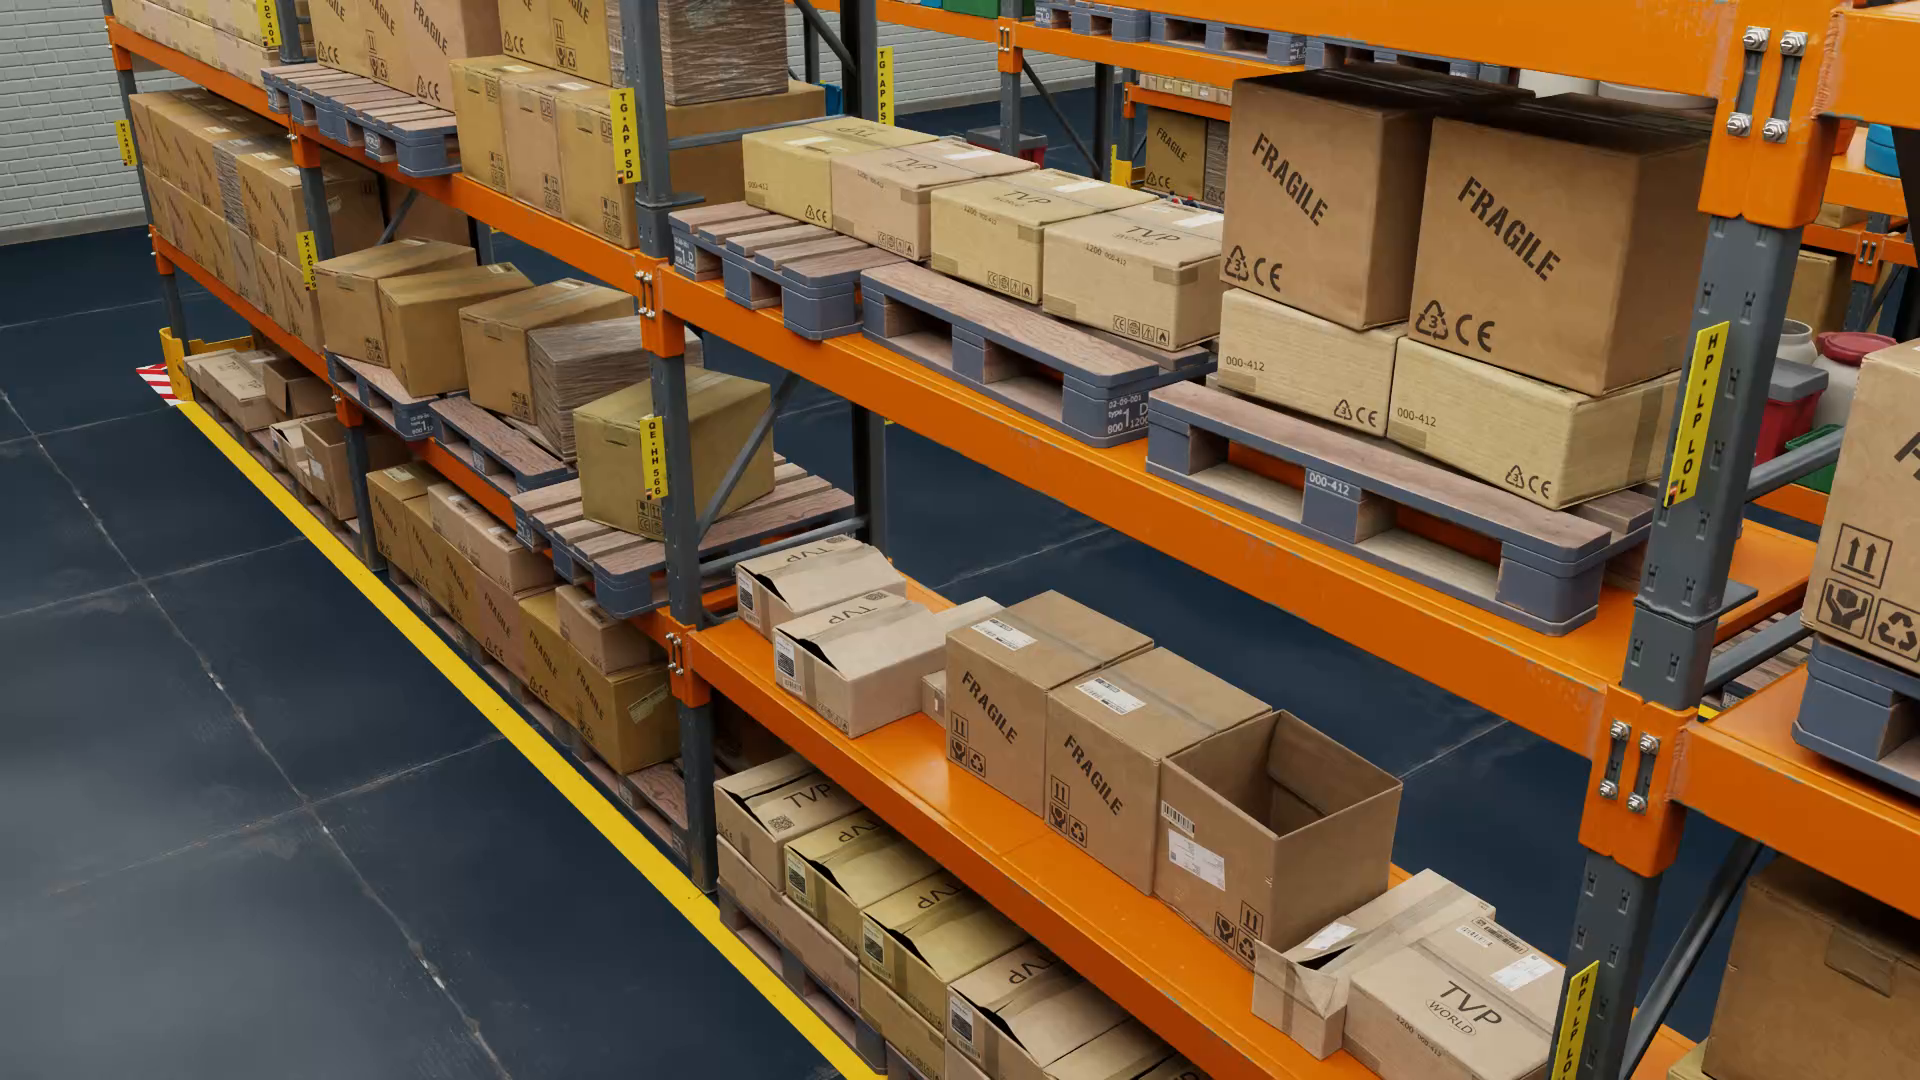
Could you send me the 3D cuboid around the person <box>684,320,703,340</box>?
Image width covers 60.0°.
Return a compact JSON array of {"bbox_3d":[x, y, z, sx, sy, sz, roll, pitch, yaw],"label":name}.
[{"bbox_3d":[-2.096,-1.807,12.471,0.426,1.528,0.937,-10,27,-20],"label":"person"}]
